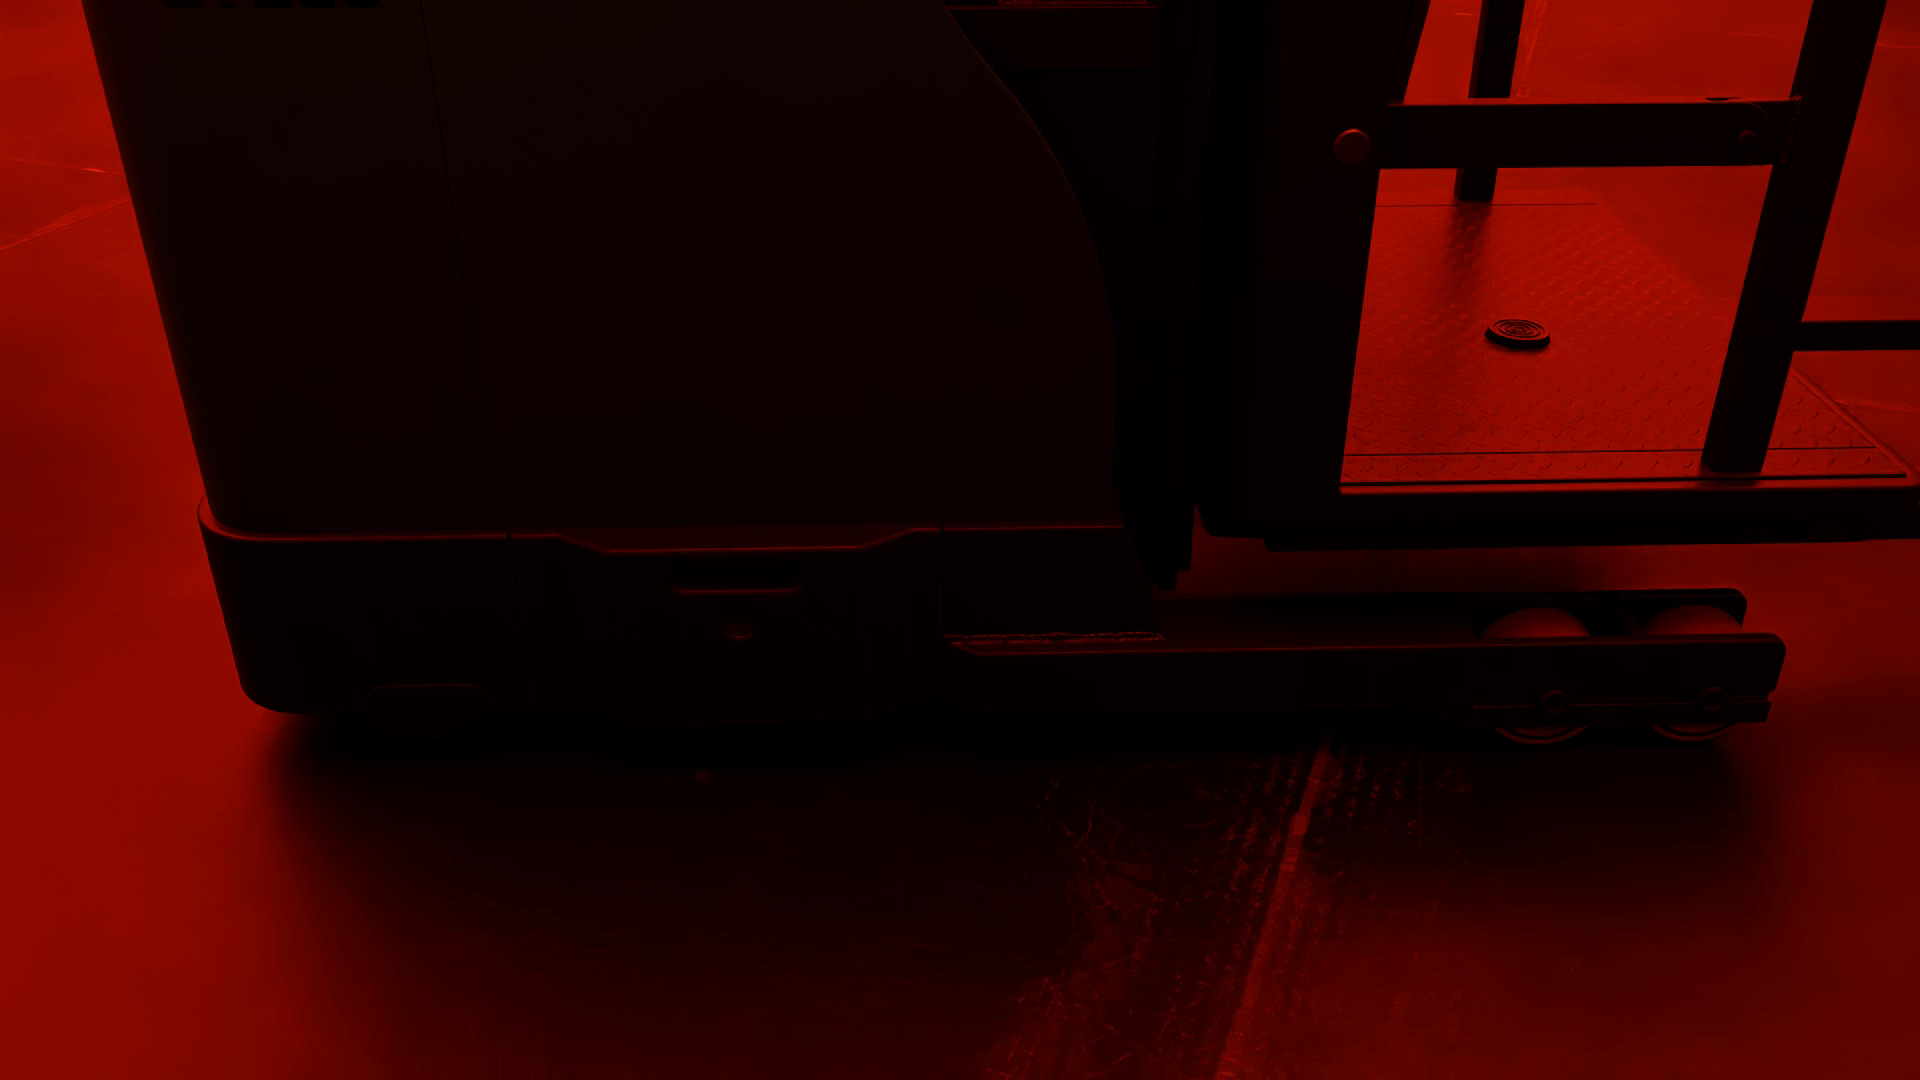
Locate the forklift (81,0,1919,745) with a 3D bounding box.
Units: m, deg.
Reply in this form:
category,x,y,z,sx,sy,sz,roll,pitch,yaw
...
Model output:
category,x,y,z,sx,sy,sz,roll,pitch,yaw
forklift,0.608,-1.285,1.795,3.031,2.935,1.130,-1,30,-2
